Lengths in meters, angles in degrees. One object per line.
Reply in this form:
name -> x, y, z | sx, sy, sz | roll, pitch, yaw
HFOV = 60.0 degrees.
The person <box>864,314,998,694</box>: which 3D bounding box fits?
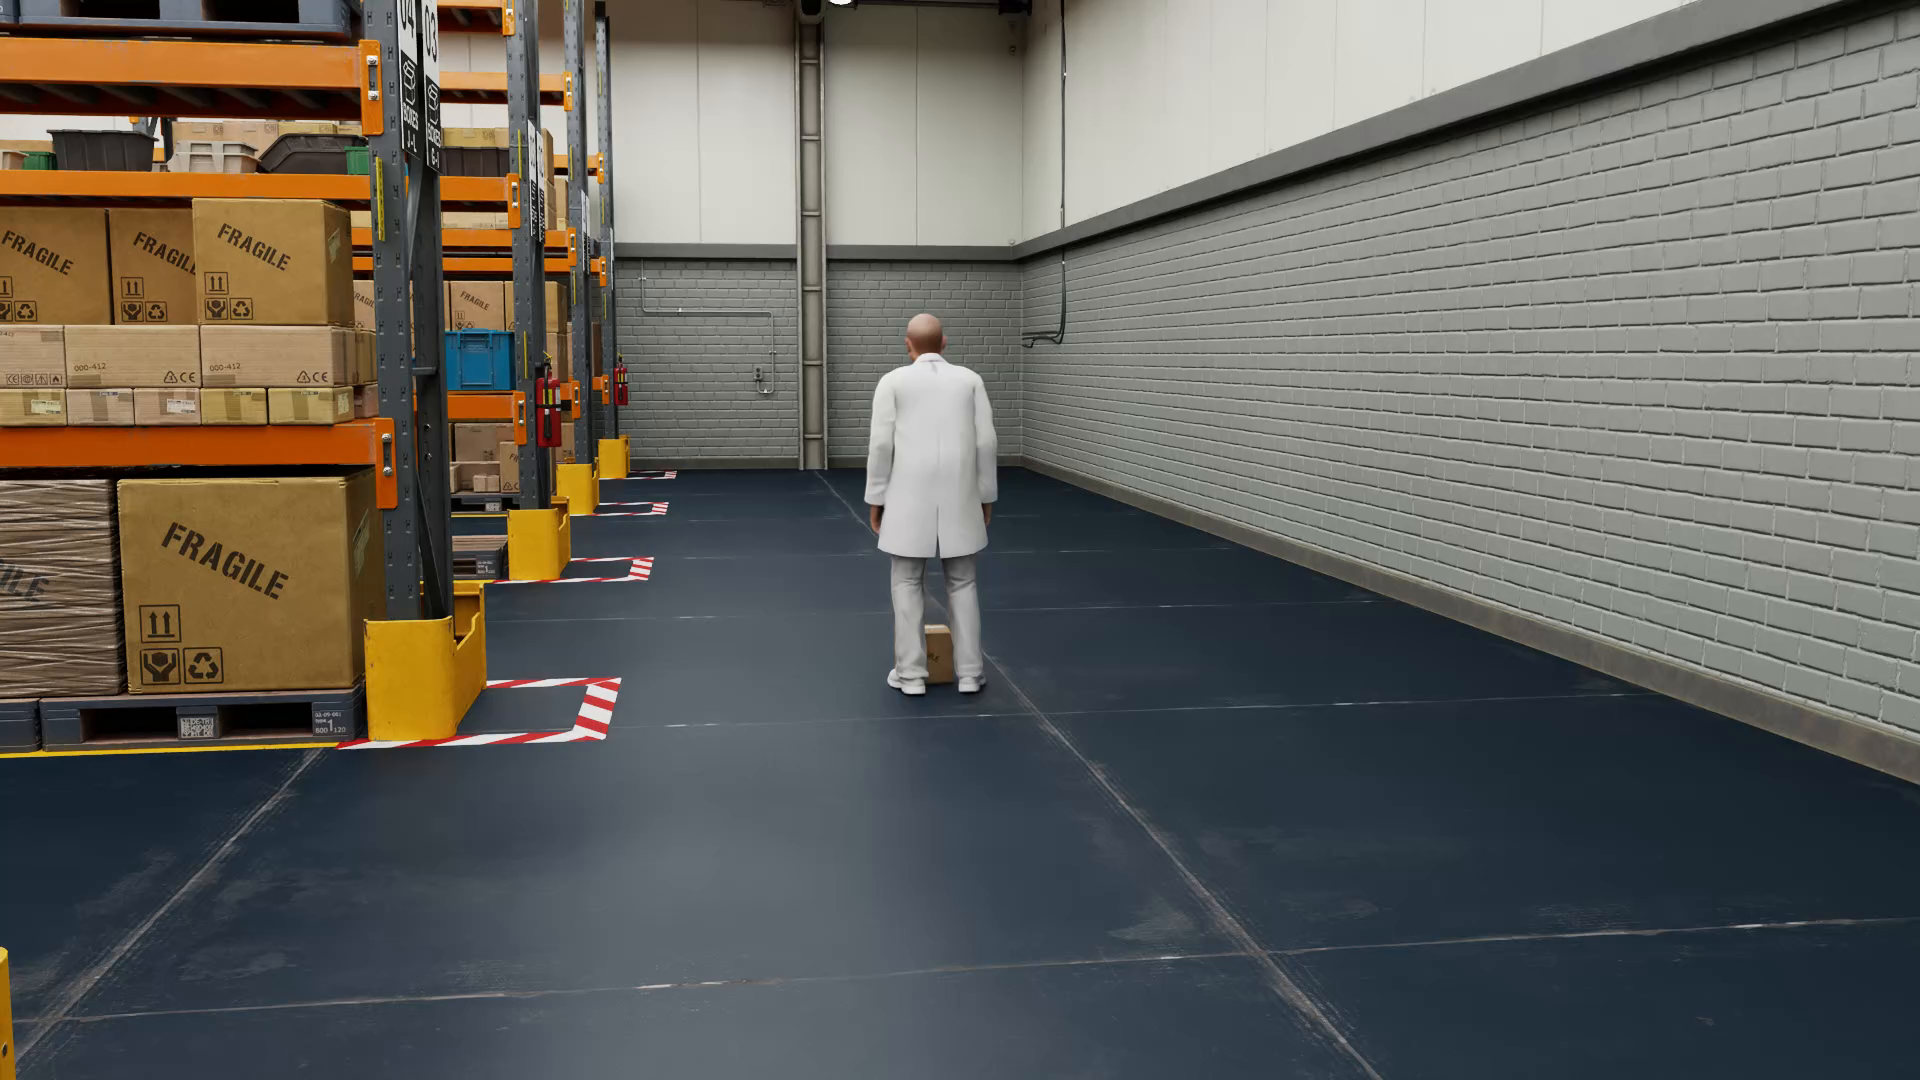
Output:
person -> -0.134, -0.170, 7.813 | 0.637, 1.773, 0.428 | -1, 6, -11
